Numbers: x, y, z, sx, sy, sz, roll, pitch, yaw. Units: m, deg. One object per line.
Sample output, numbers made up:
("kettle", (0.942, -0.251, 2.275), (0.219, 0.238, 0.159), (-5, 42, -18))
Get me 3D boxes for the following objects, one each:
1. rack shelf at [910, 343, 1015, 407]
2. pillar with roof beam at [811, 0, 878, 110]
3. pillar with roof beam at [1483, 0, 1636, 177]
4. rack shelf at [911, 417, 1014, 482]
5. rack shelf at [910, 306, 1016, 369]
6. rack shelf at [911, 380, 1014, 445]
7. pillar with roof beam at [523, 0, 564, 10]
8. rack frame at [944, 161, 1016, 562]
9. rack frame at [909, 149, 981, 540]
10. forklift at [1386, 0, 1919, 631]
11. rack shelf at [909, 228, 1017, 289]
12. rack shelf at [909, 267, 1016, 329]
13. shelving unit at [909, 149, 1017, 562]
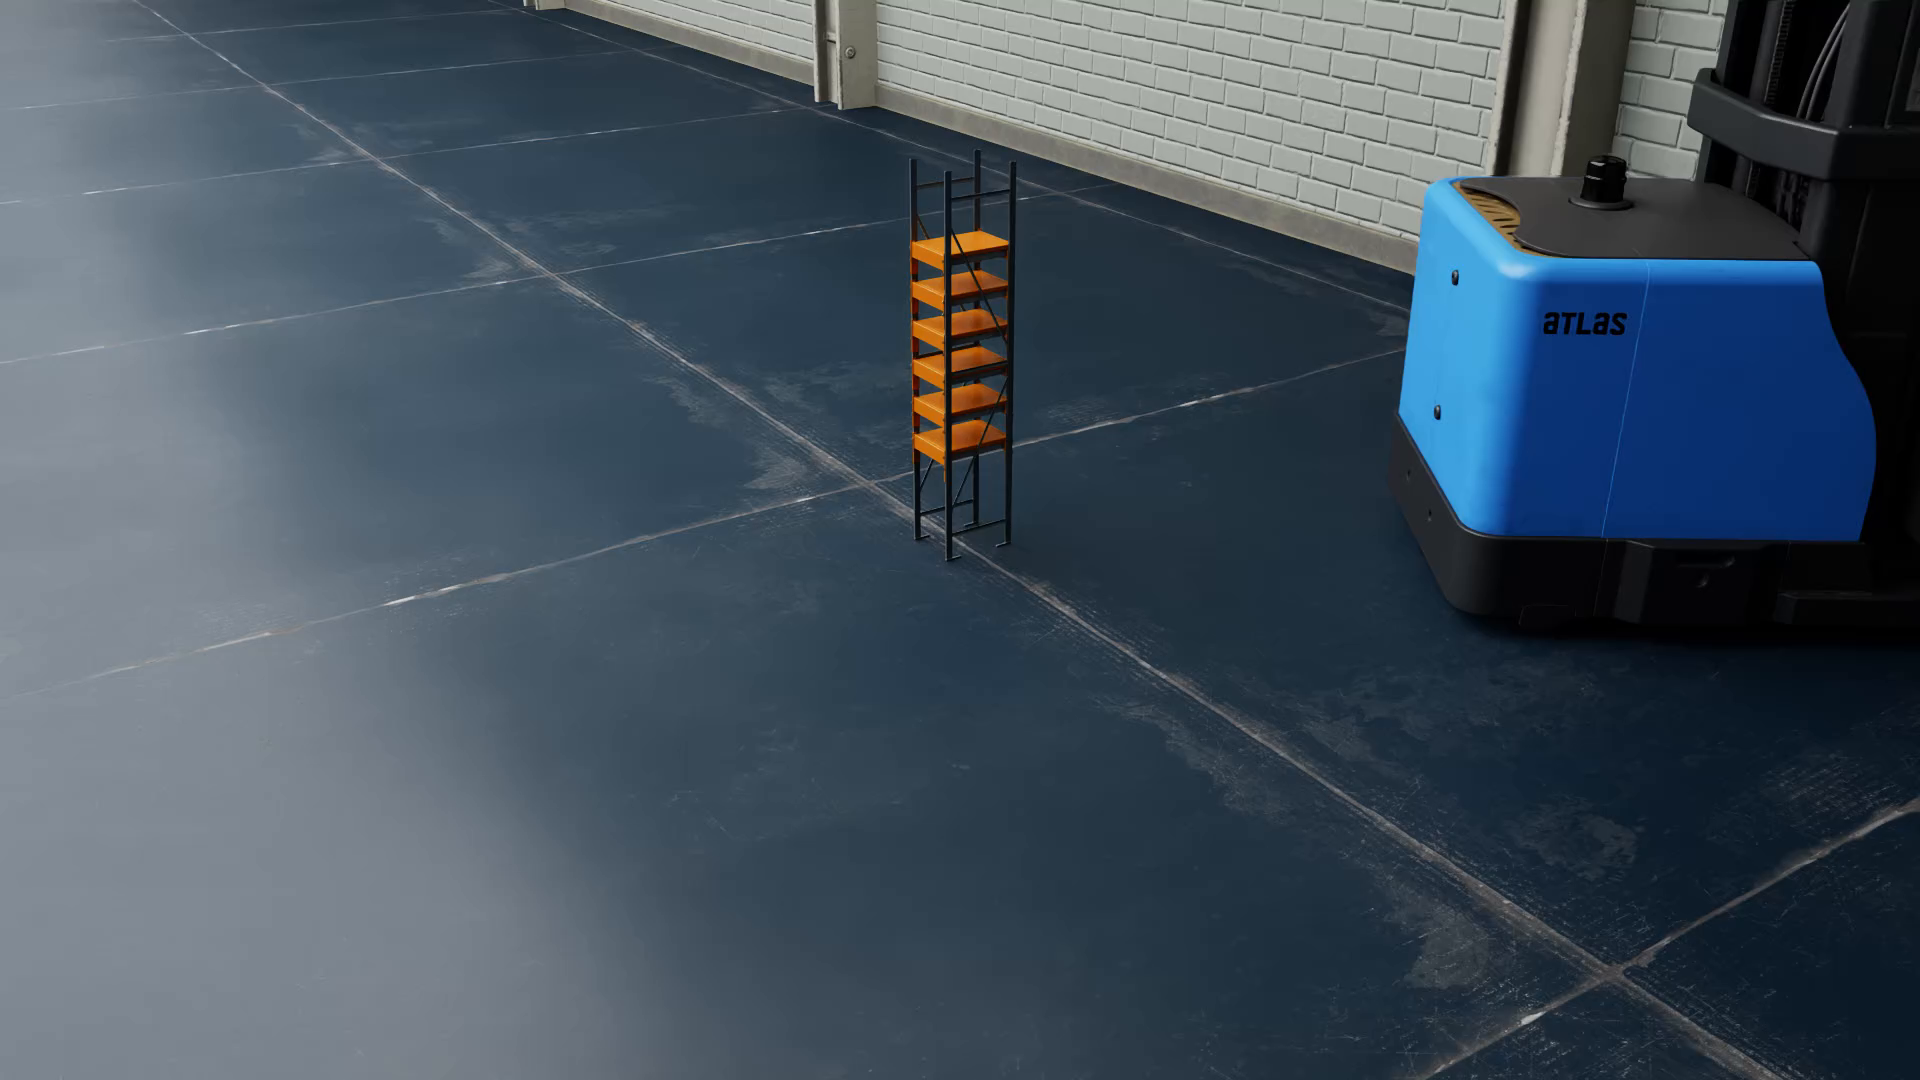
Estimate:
("rack shelf", (0.008, -0.497, 5.002), (0.258, 0.103, 0.180), (-16, 29, -30))
("pillar with roof beam", (-4.413, -6.178, 7.796), (9.100, 9.000, 0.400), (-16, 29, -30))
("pillar with roof beam", (-1.138, -4.032, 3.250), (9.100, 9.000, 0.400), (-16, 29, -30))
("rack shelf", (0.008, -0.280, 5.104), (0.258, 0.103, 0.180), (-16, 29, -30))
("rack shelf", (0.008, -0.606, 4.951), (0.258, 0.103, 0.180), (-16, 29, -30))
("rack shelf", (0.008, -0.389, 5.053), (0.258, 0.103, 0.180), (-16, 29, -30))
("pillar with roof beam", (-7.689, -8.324, 12.342), (9.100, 9.000, 0.400), (-16, 29, -30))
("rack frame", (0.058, -0.505, 4.914), (0.240, 1.200, 0.006), (-16, 29, -30))
("rack frame", (-0.042, -0.570, 5.052), (0.240, 1.200, 0.006), (-16, 29, -30))
("forklift", (2.909, -1.251, 4.466), (3.031, 2.935, 1.130), (1, 25, 2))
("rack shelf", (0.008, -0.823, 4.848), (0.258, 0.103, 0.180), (-16, 29, -30))
("rack shelf", (0.008, -0.714, 4.899), (0.258, 0.103, 0.180), (-16, 29, -30))
("shelving unit", (0.008, -0.537, 4.983), (0.258, 1.200, 0.189), (-16, 29, -30))
